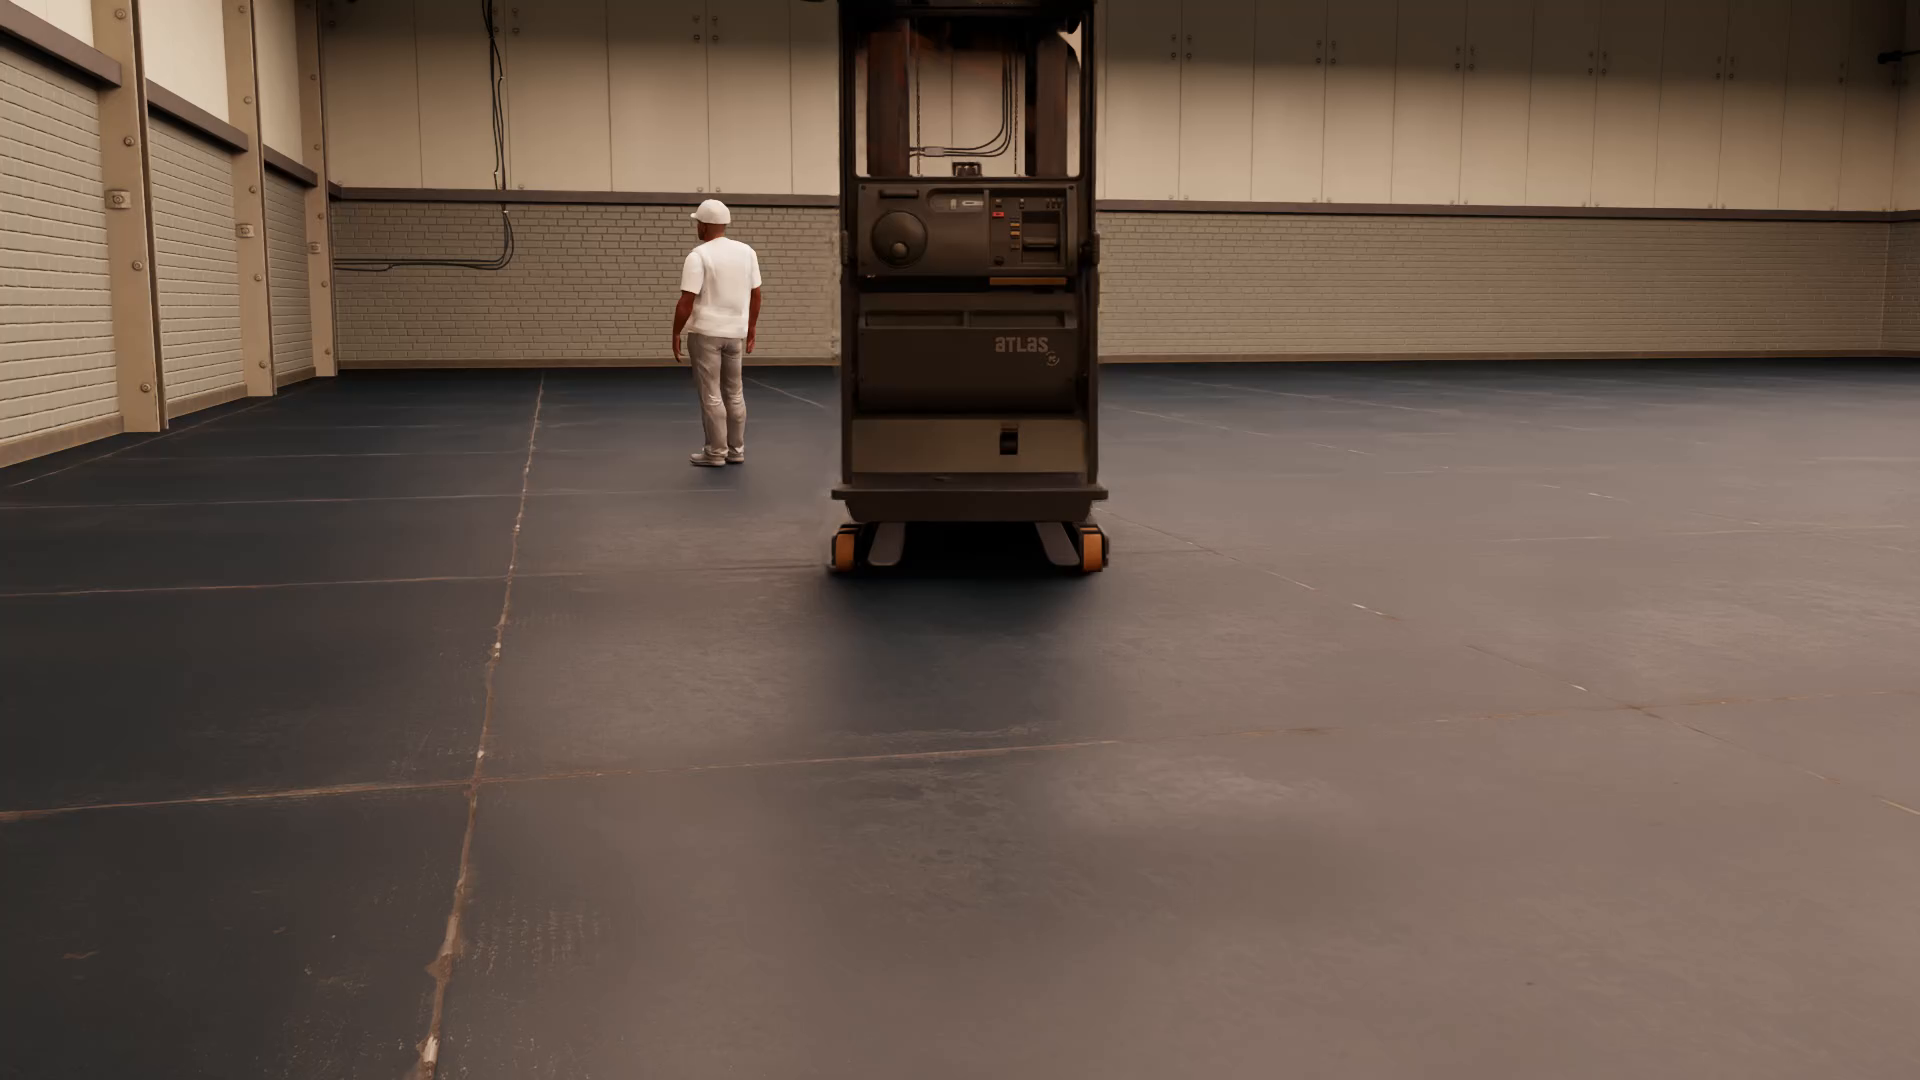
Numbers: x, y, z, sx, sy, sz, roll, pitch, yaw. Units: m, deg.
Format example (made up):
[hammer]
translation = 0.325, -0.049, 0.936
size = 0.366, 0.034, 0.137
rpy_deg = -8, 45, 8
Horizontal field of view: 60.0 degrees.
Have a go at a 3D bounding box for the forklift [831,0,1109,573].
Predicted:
[forklift]
translation = 0.035, -1.358, 6.837
size = 1.130, 2.935, 3.031
rpy_deg = 0, 8, 0

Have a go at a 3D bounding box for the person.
[person]
translation = -1.680, -1.389, 11.206
size = 0.665, 1.766, 0.577
rpy_deg = -7, 11, -42
